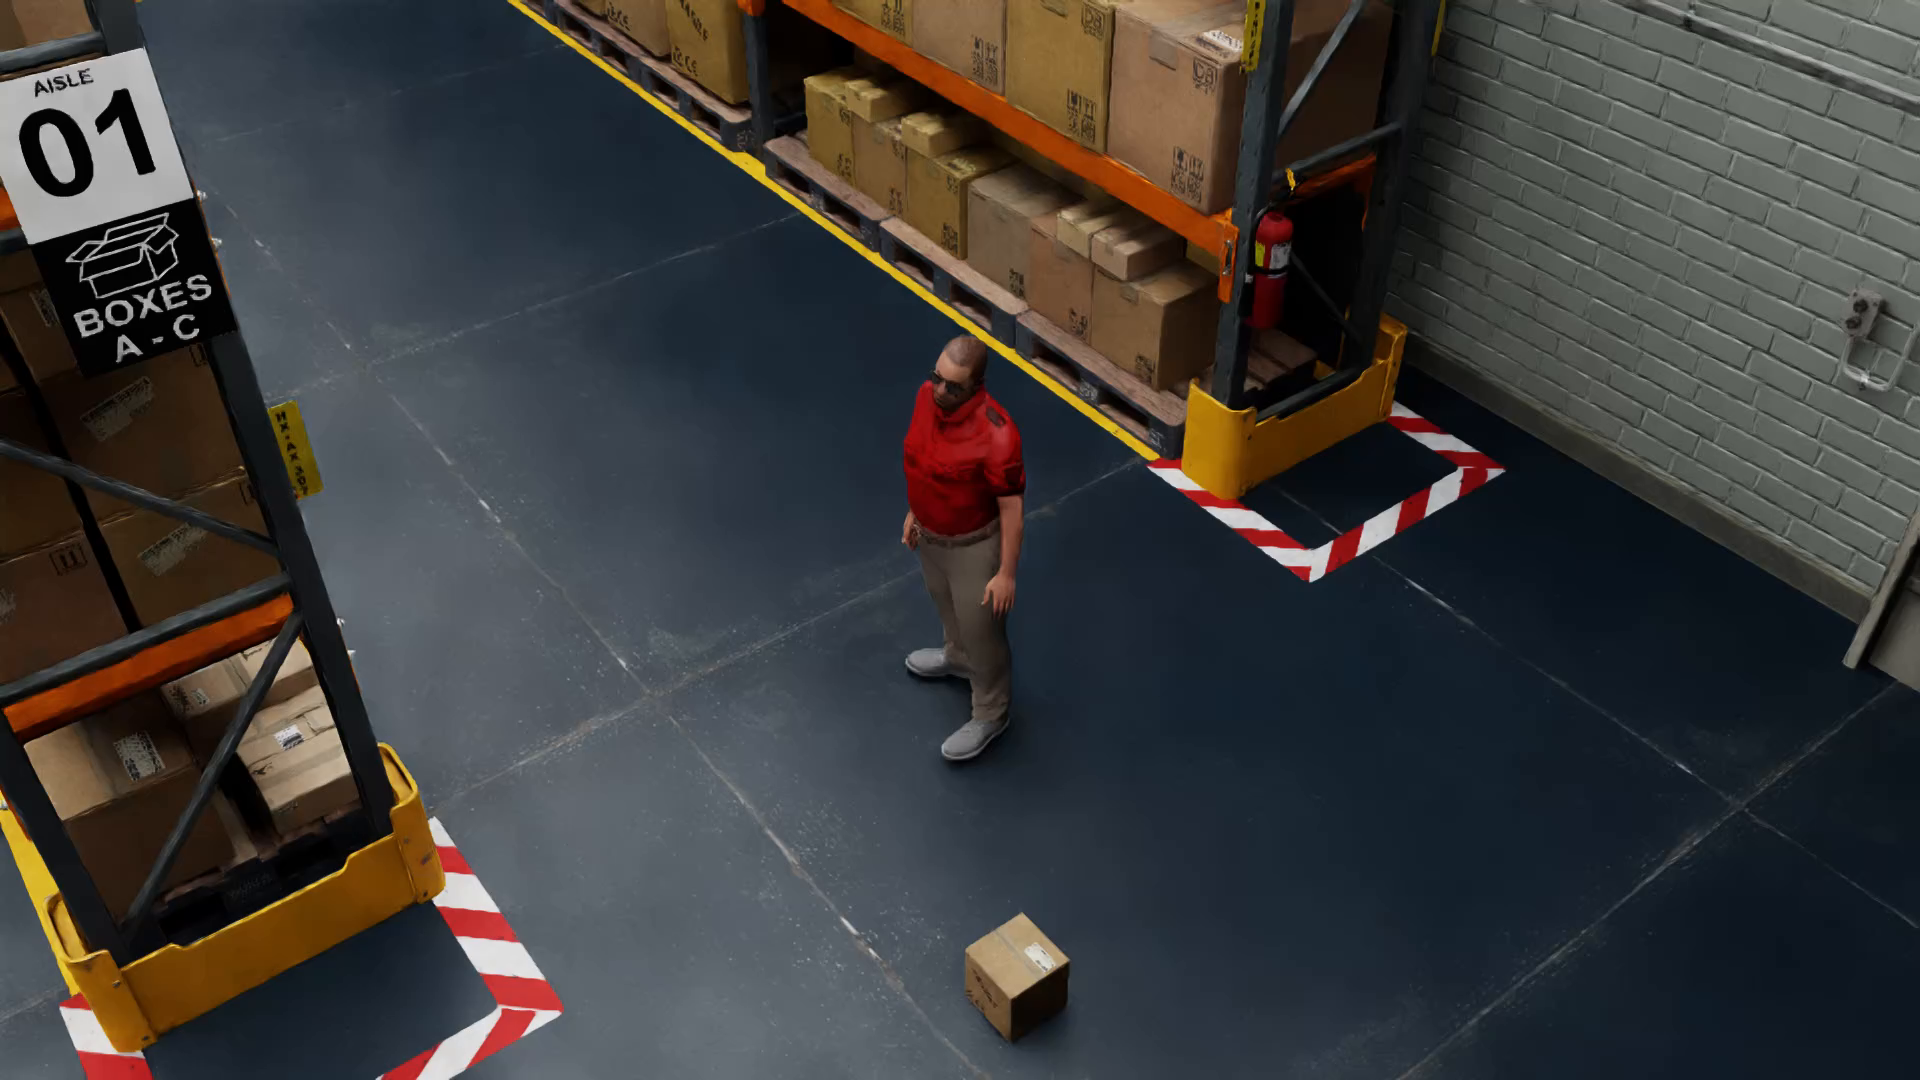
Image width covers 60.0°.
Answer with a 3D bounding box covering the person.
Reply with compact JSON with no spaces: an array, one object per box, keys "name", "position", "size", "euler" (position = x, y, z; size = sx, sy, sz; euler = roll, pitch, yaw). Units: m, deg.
[{"name":"person","position":[-0.009,0.009,6.118],"size":[0.429,1.734,0.678],"euler":[-24,46,-26]}]
